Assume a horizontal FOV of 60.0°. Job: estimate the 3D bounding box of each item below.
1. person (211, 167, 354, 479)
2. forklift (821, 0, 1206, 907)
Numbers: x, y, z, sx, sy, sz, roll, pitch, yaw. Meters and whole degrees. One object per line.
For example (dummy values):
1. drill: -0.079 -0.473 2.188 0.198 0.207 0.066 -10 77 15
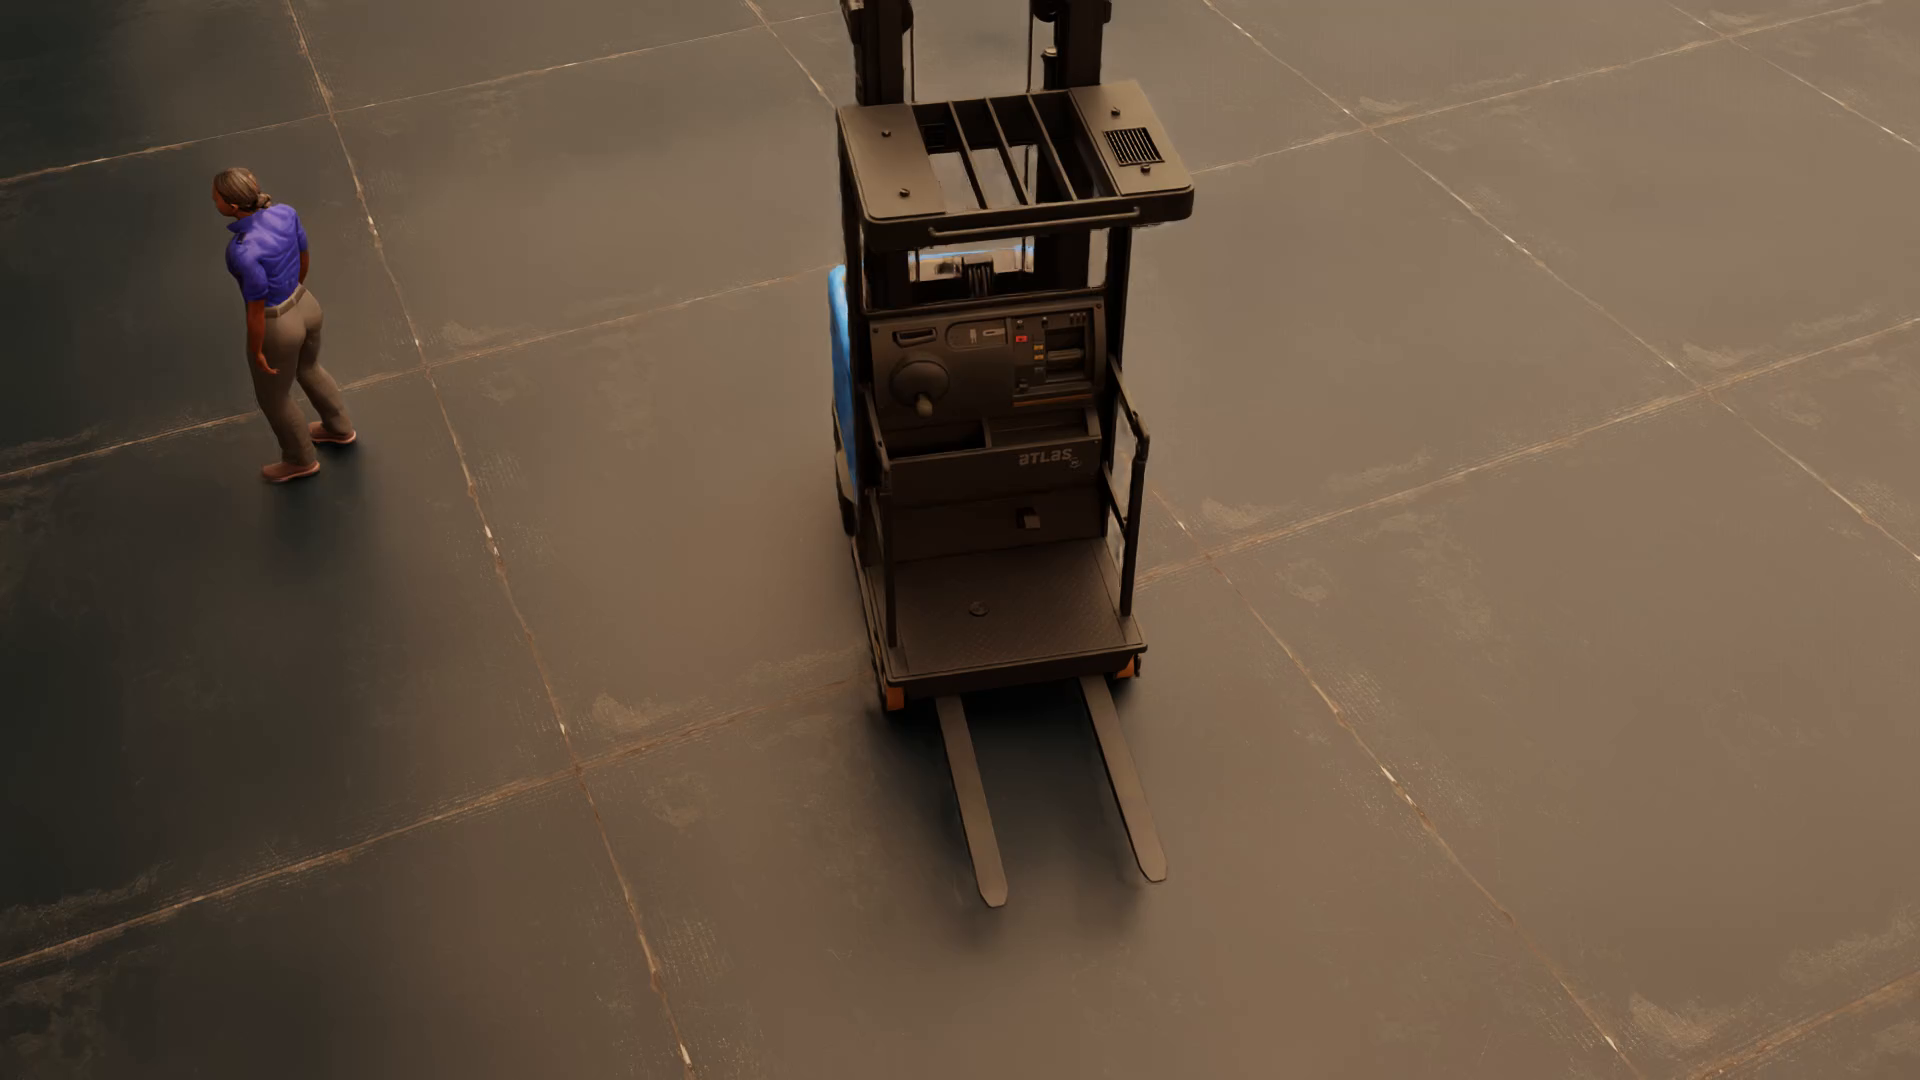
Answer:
1. person: -3.188 -1.006 7.710 0.429 1.675 0.534 9 44 9
2. forklift: 0.182 -0.628 6.353 1.130 2.935 3.031 -9 44 -10
